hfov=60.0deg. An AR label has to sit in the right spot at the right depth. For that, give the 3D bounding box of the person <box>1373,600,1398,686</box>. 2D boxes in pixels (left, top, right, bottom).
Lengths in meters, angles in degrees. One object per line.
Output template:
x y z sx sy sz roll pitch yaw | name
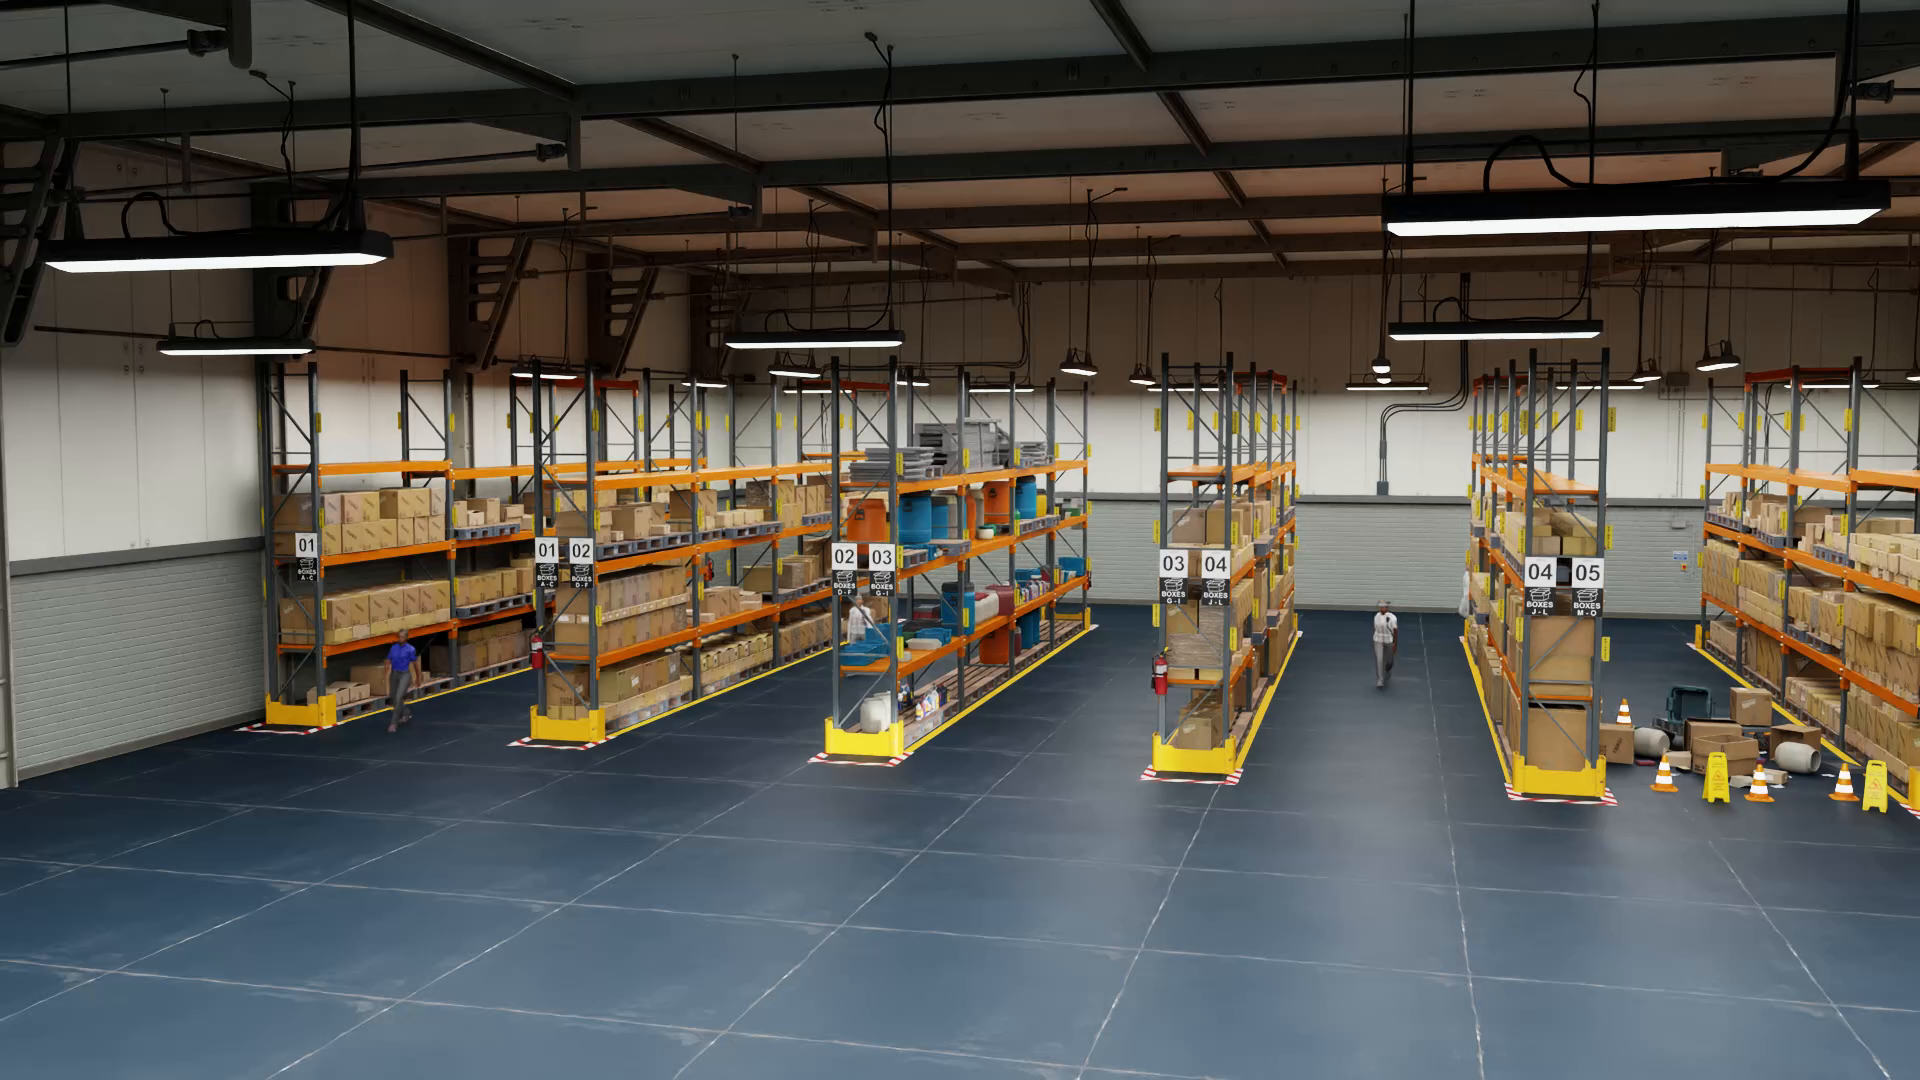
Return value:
8.109 1.936 31.726 0.453 1.638 0.808 1 4 12 | person

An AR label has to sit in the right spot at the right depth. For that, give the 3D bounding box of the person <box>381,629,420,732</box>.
-9.178 2.282 27.308 0.538 1.650 0.786 1 4 10 | person

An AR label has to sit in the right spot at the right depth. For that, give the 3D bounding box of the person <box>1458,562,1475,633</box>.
12.038 1.343 39.222 0.468 1.789 0.561 0 4 -4 | person

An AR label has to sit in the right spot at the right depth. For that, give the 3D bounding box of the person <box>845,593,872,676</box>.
-2.005 1.850 32.917 0.564 1.623 1.031 1 4 18 | person
